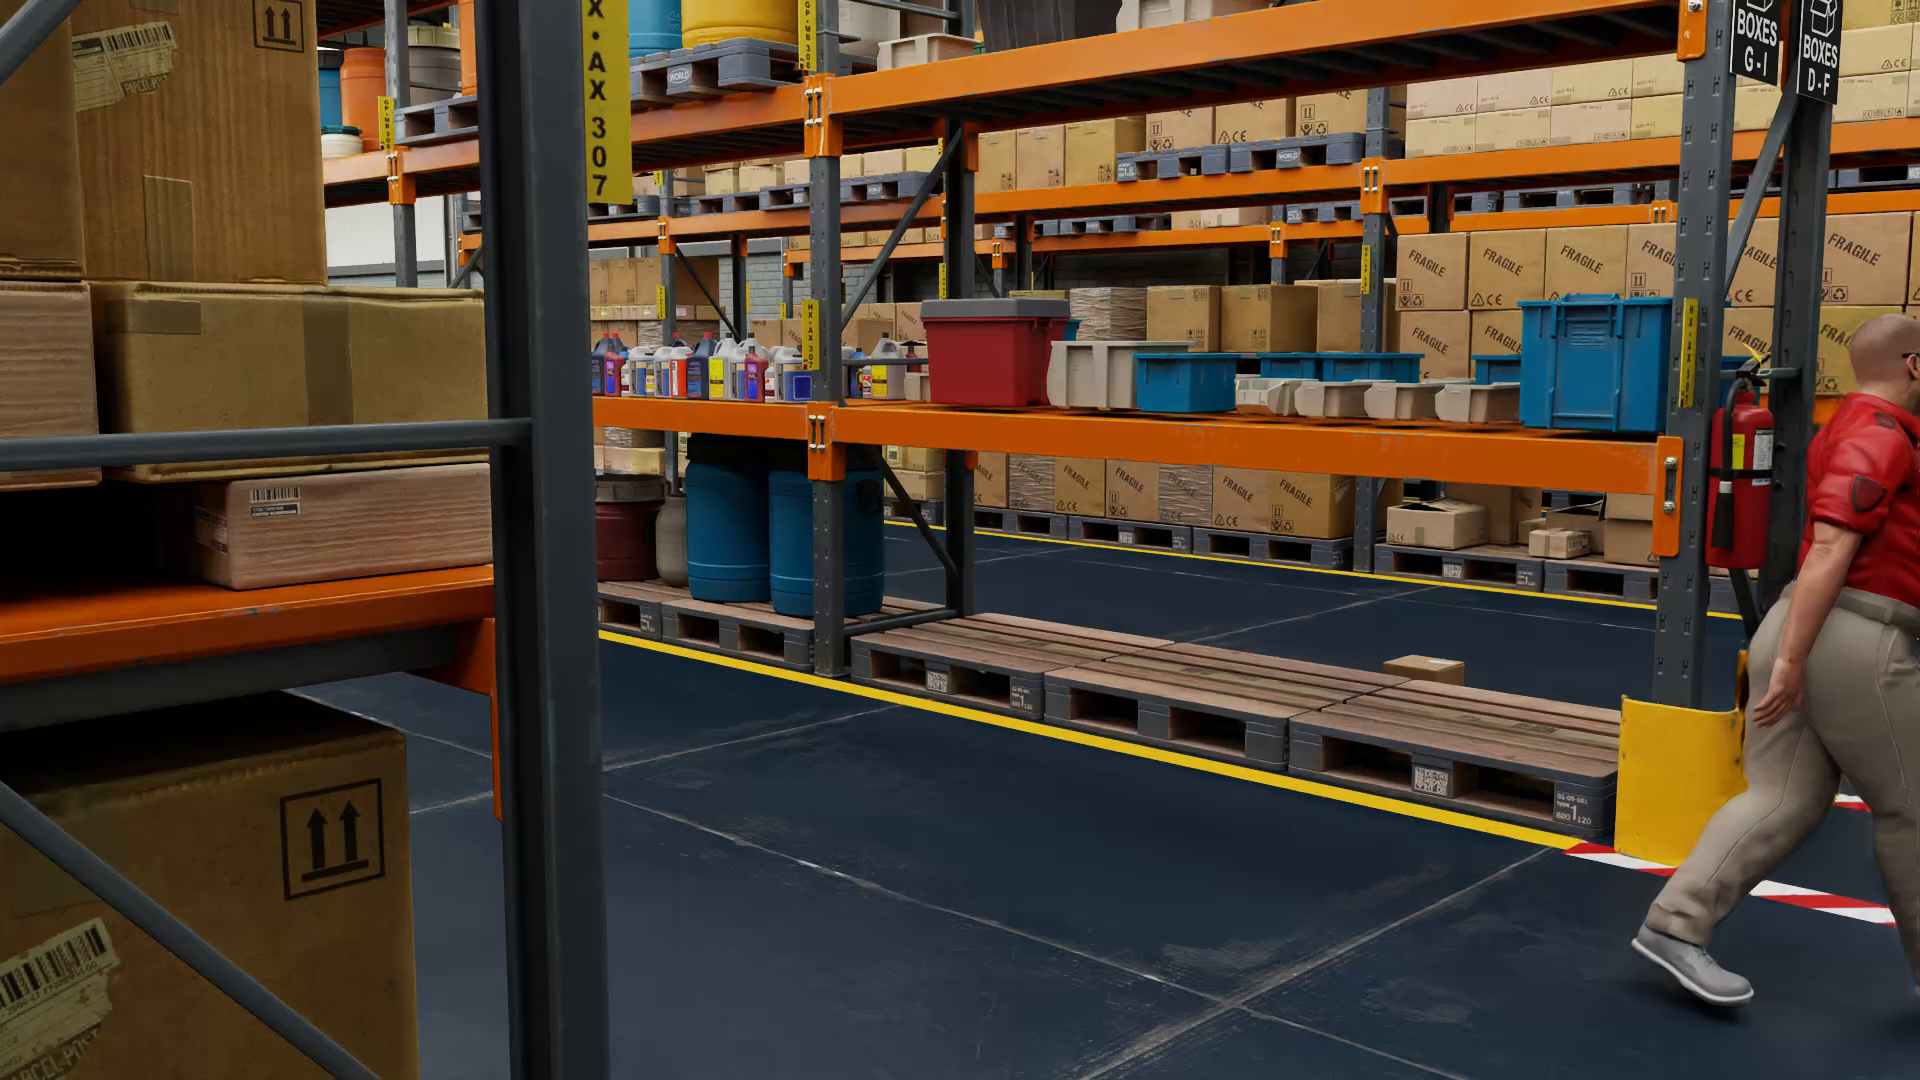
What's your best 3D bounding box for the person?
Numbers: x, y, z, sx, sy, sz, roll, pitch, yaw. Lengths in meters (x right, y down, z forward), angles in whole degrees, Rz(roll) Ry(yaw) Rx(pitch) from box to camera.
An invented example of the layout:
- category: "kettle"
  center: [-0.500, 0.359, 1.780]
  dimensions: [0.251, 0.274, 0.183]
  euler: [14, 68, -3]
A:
- category: "person"
  center: [2.195, 0.284, 4.077]
  dimensions: [0.957, 1.664, 0.555]
  euler: [1, 7, 10]
